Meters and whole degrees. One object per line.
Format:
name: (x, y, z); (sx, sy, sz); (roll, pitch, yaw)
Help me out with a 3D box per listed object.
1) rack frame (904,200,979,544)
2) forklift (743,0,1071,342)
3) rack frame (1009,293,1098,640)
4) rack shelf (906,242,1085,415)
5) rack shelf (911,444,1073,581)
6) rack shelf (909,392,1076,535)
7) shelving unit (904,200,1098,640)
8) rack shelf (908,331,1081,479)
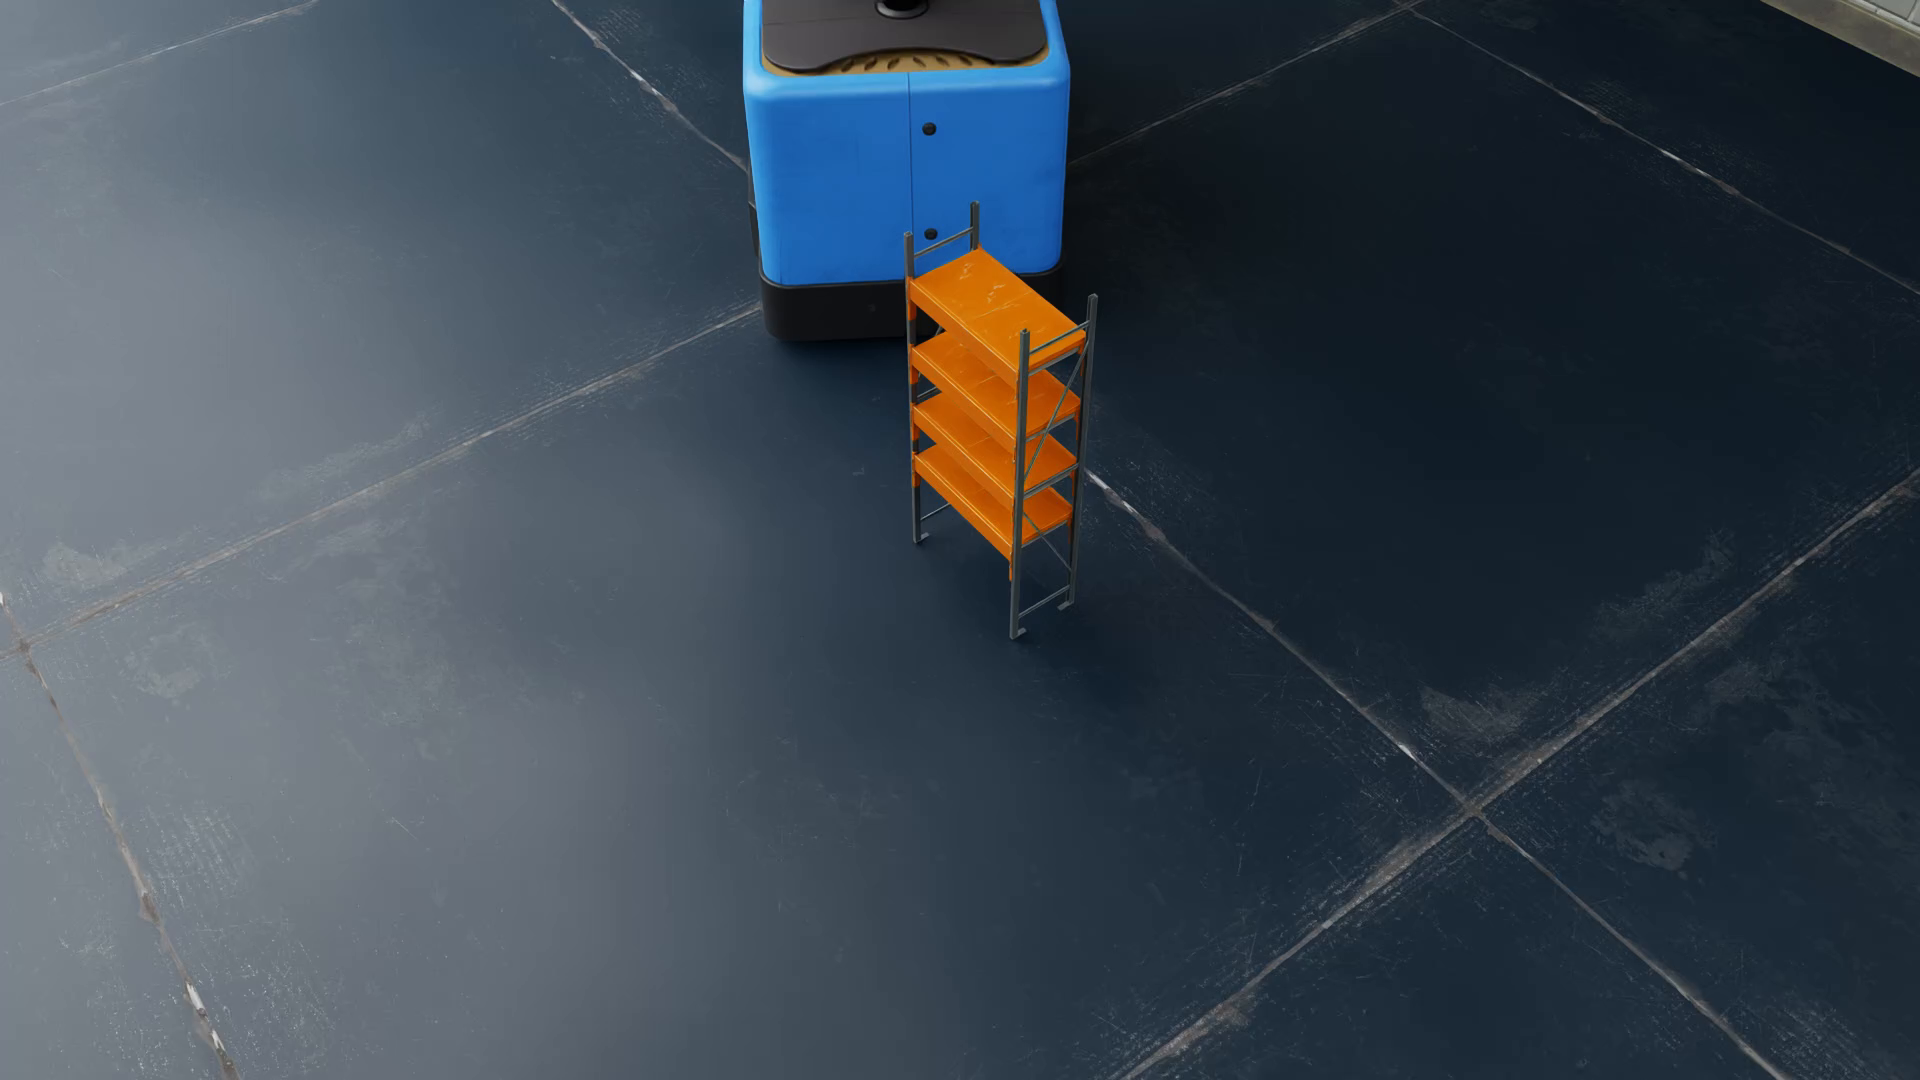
rack frame: (-0.048, -0.449, 4.847); (0.240, 1.200, 0.015); (-29, 54, -24)
forklift: (-0.275, -2.768, 5.781); (1.130, 2.935, 3.031); (-3, 48, -3)
rack frame: (0.248, -0.162, 4.587); (0.240, 1.200, 0.015); (-29, 54, -24)
rack shelf: (0.100, -0.569, 4.426); (0.258, 0.148, 0.480); (-29, 54, -24)
rack shelf: (0.100, -0.127, 4.914); (0.258, 0.148, 0.480); (-29, 54, -24)
rack shelf: (0.100, -0.260, 4.767); (0.258, 0.148, 0.480); (-29, 54, -24)
shelving unit: (0.100, -0.305, 4.717); (0.258, 1.200, 0.503); (-29, 54, -24)
rack shelf: (0.100, -0.410, 4.601); (0.258, 0.148, 0.480); (-29, 54, -24)
